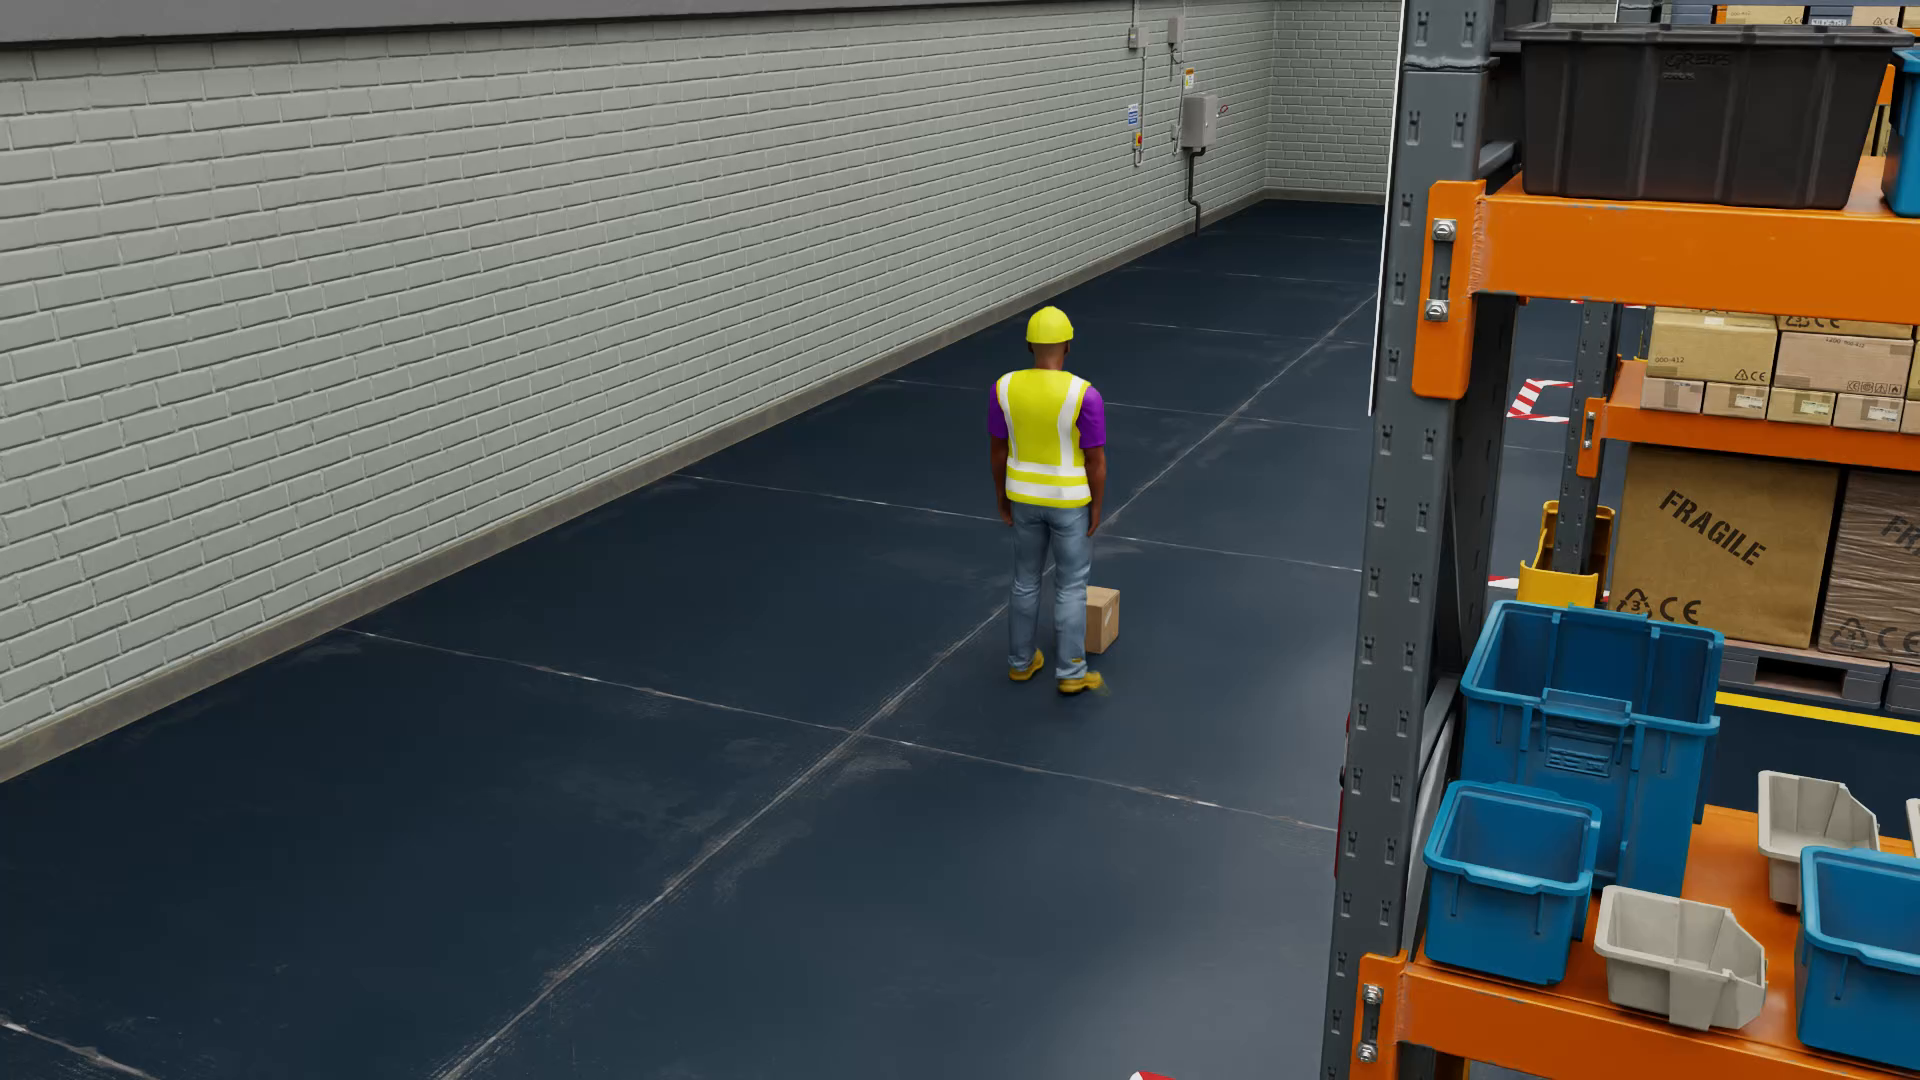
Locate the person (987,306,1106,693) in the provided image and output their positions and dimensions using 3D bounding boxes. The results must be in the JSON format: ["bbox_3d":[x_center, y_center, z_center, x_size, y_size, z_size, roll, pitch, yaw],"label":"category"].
[{"bbox_3d":[0.405,-0.175,7.588,0.564,1.791,0.361,9,21,24],"label":"person"}]
